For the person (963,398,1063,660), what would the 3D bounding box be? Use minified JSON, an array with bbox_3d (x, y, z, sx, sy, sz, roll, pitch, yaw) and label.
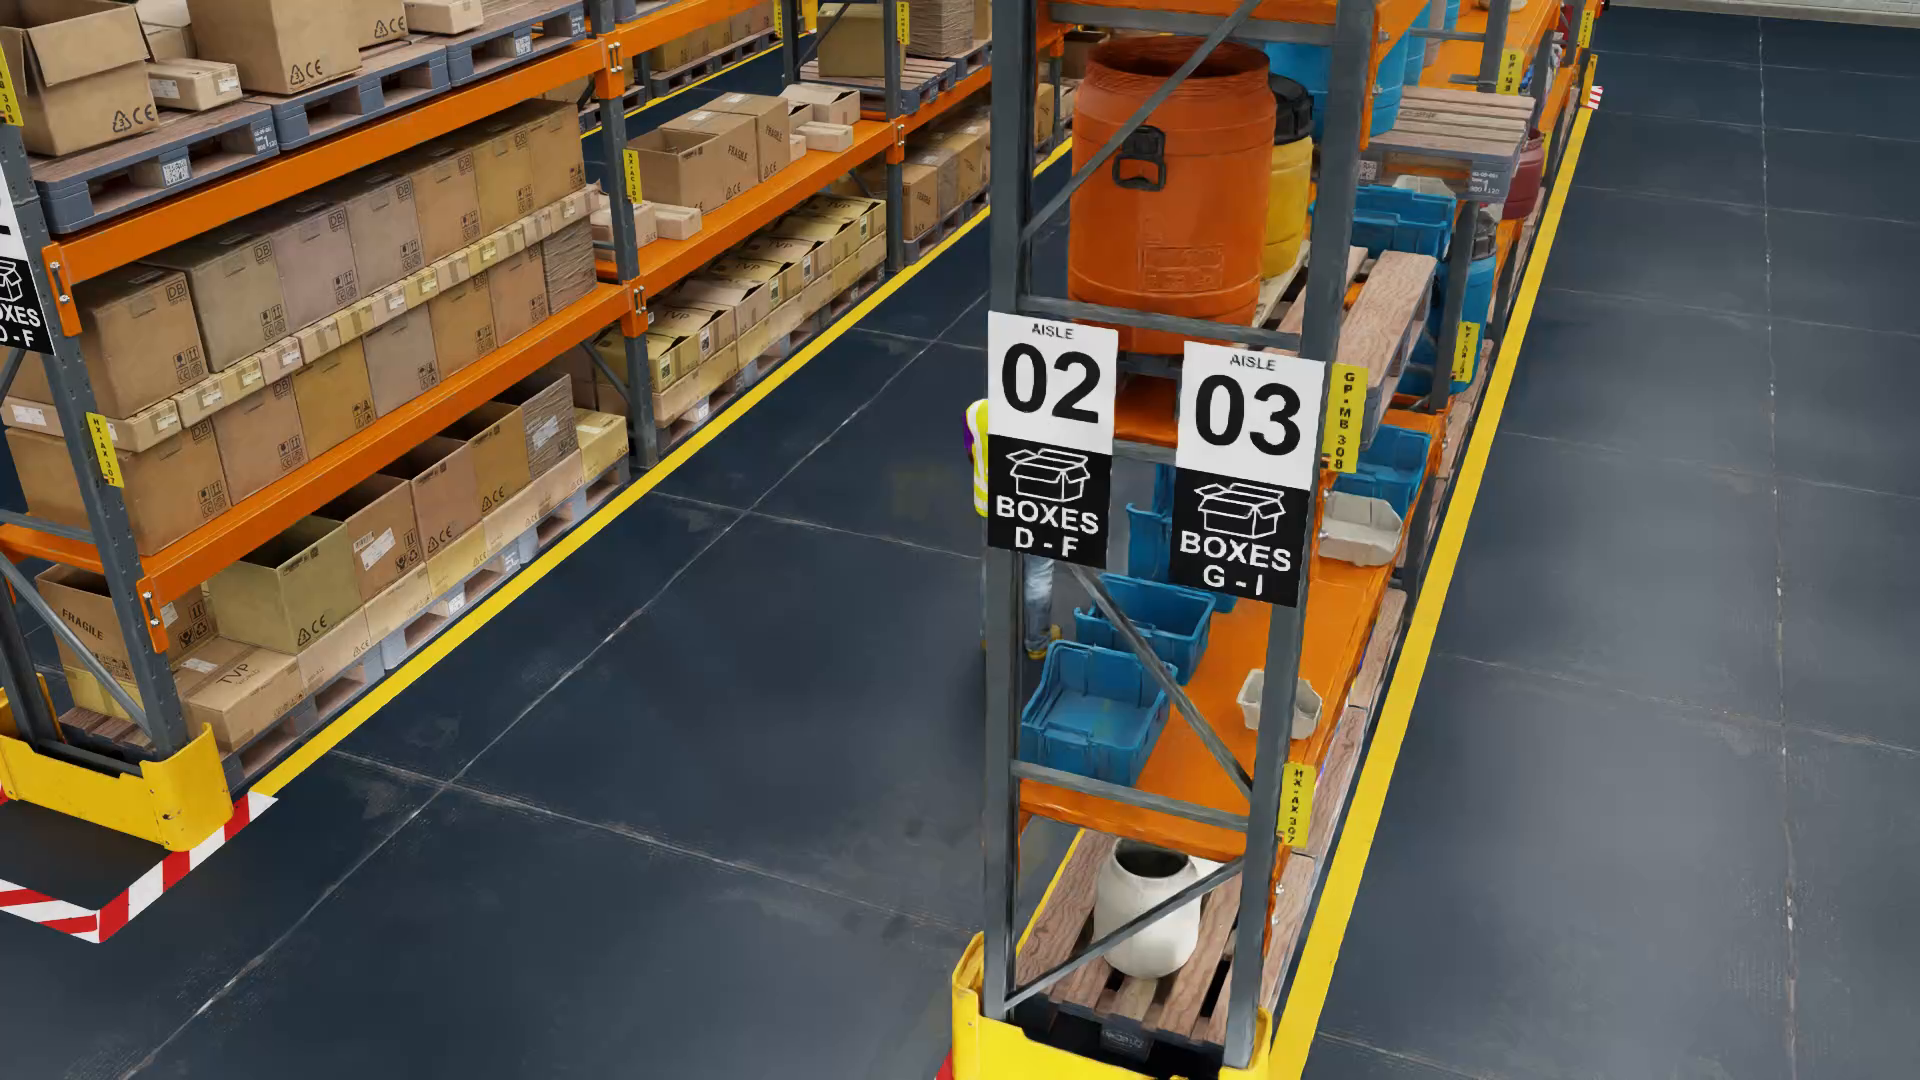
[{"bbox_3d":[0.312,-0.217,8.758,0.558,1.769,0.520,11,31,19],"label":"person"}]
